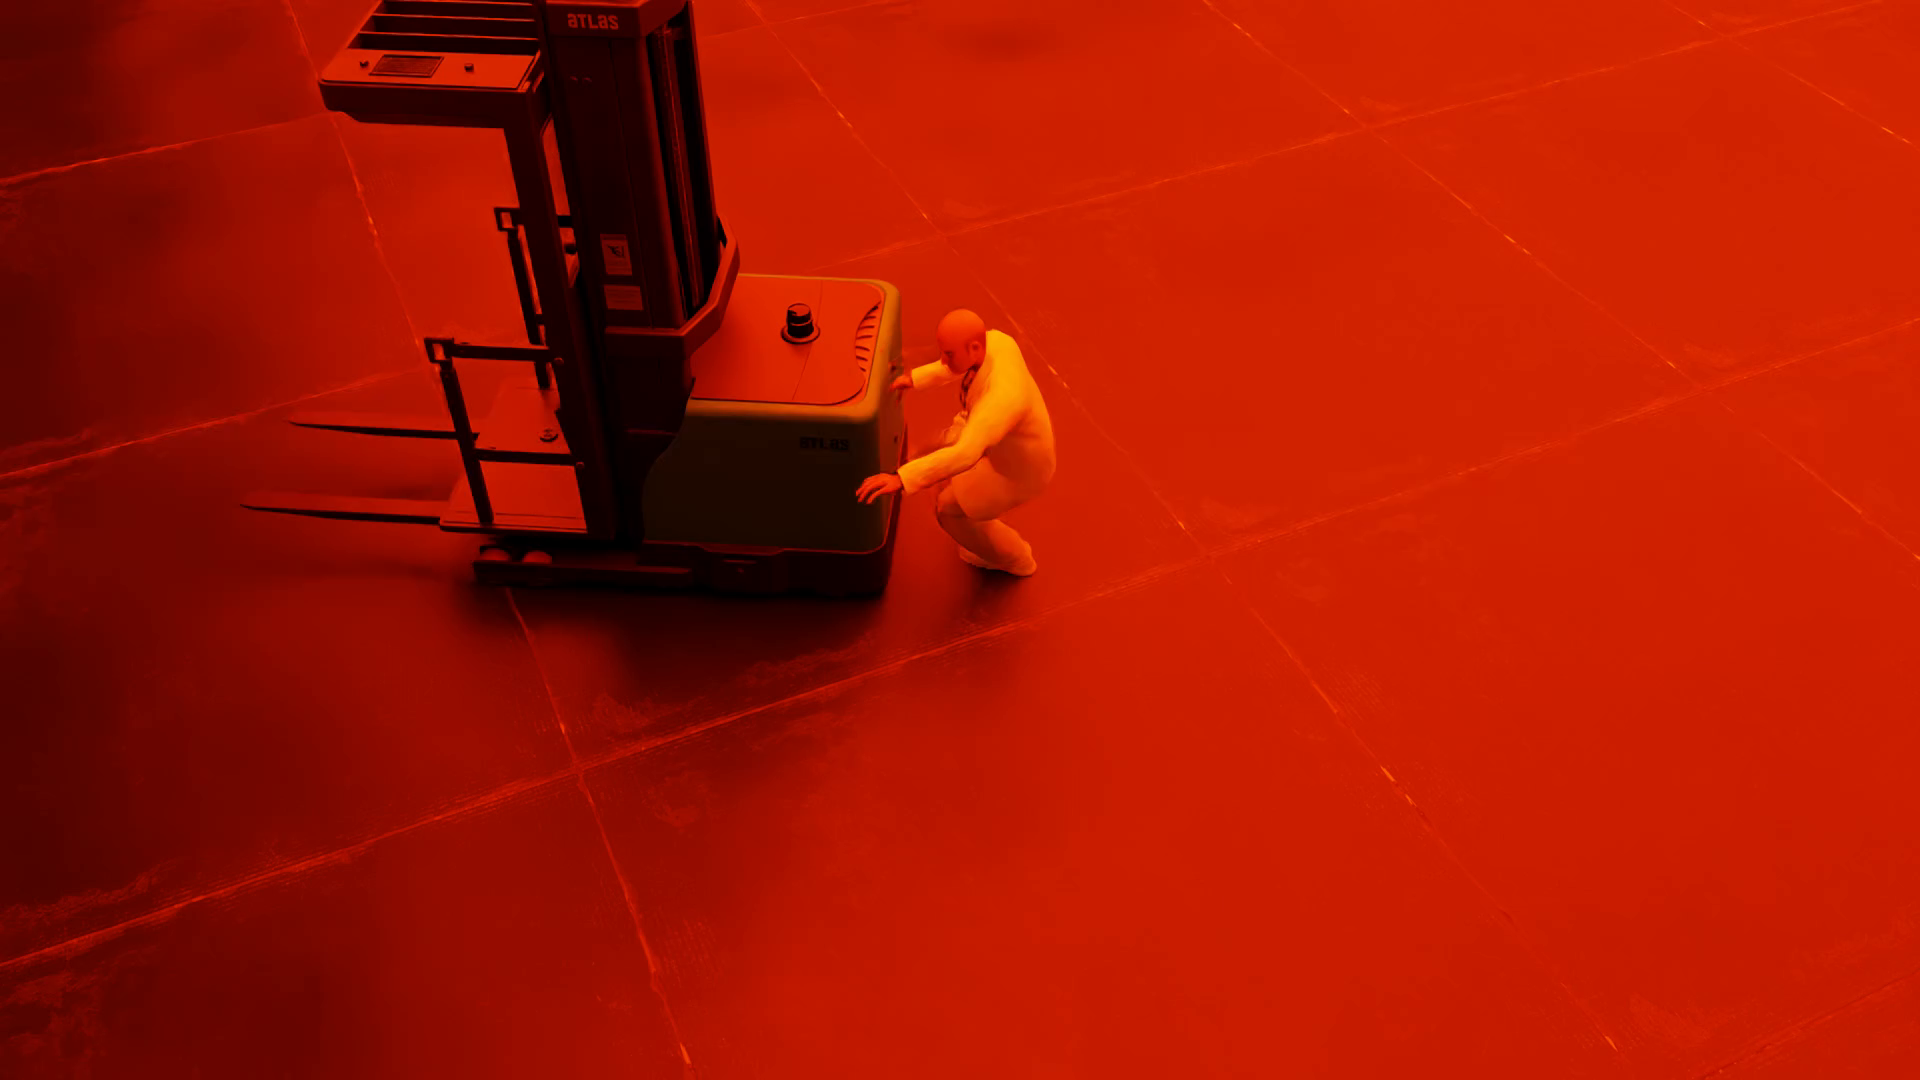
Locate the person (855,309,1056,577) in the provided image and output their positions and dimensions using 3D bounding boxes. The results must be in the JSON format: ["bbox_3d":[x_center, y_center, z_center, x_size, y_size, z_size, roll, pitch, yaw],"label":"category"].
[{"bbox_3d":[-0.025,-0.446,7.220,0.861,1.526,1.490,-3,43,-3],"label":"person"}]

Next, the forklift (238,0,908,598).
[{"bbox_3d":[-1.800,-1.218,6.985,3.031,2.935,1.130,3,43,3],"label":"forklift"}]
